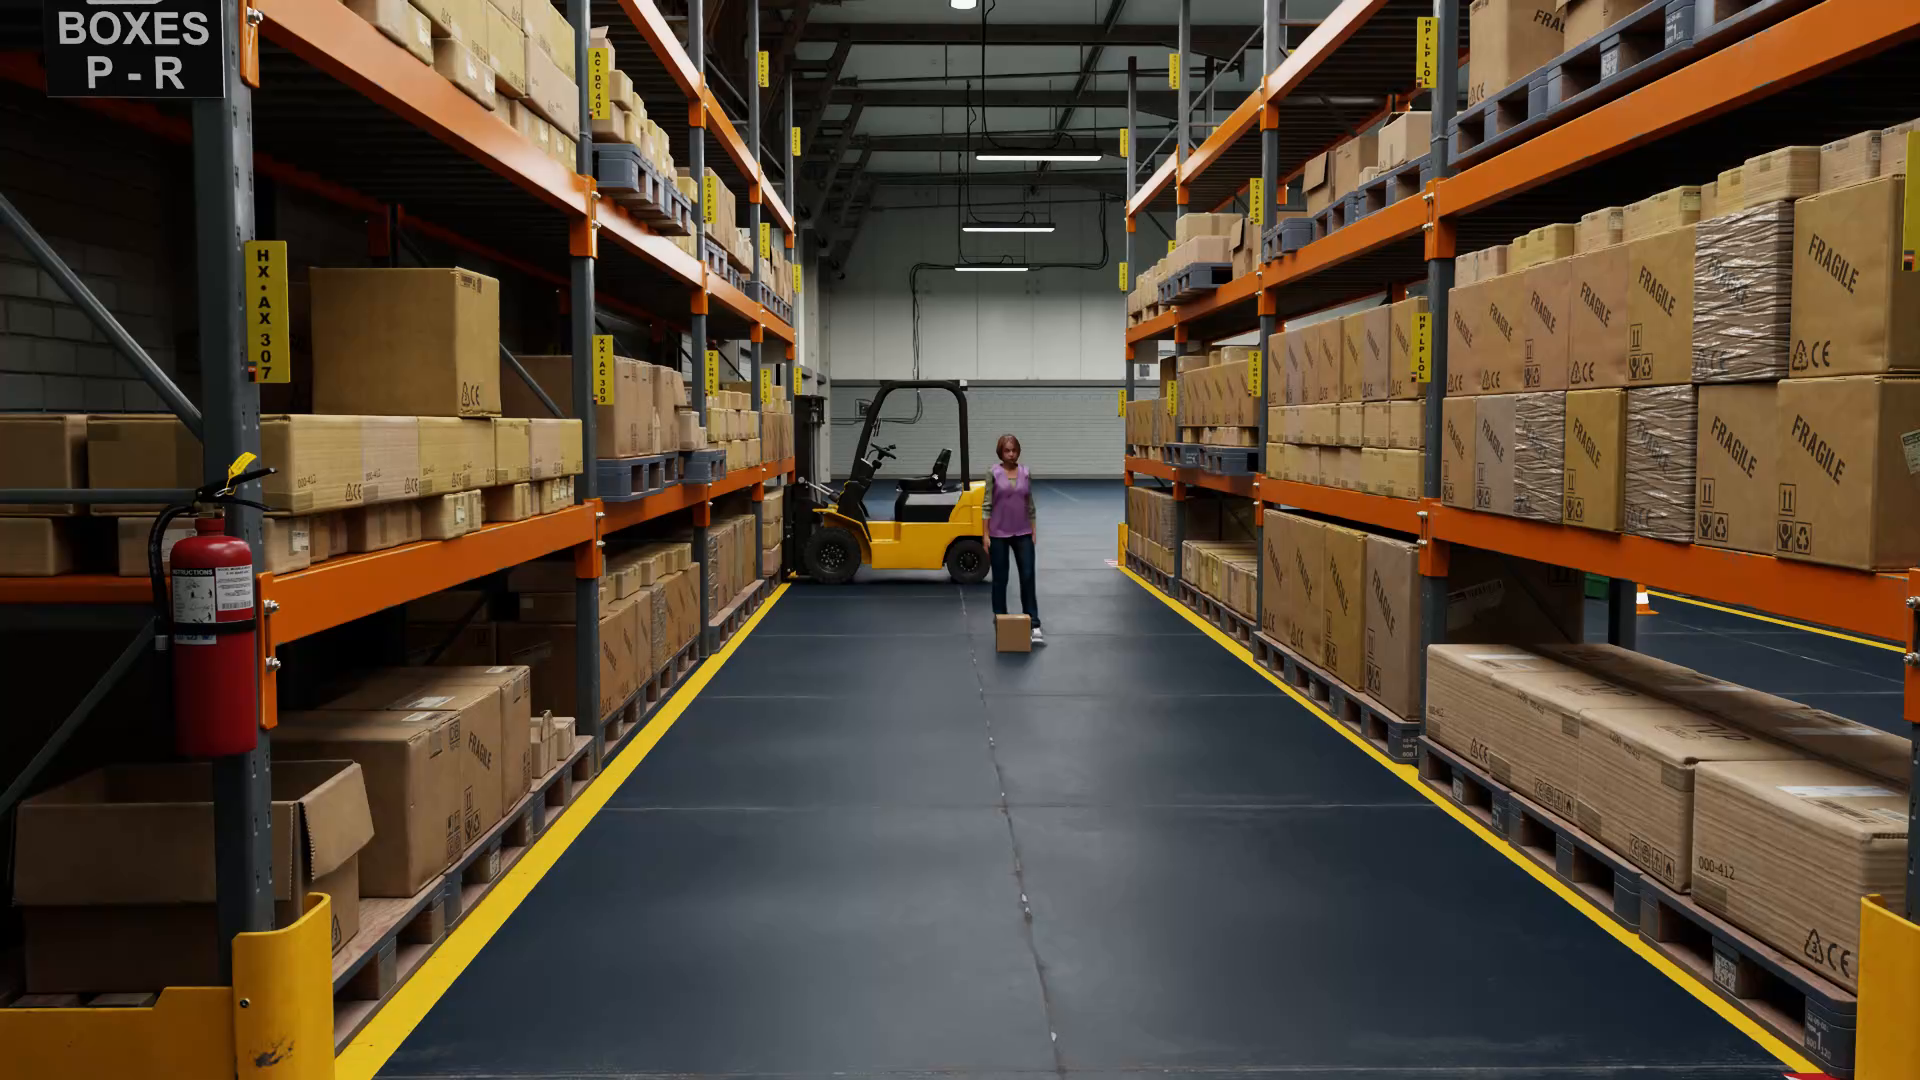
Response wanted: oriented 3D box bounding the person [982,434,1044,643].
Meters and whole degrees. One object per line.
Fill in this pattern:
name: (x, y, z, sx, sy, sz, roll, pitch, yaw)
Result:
person: (0.405, -0.014, 12.769, 0.433, 1.594, 0.517, -1, 4, -12)
